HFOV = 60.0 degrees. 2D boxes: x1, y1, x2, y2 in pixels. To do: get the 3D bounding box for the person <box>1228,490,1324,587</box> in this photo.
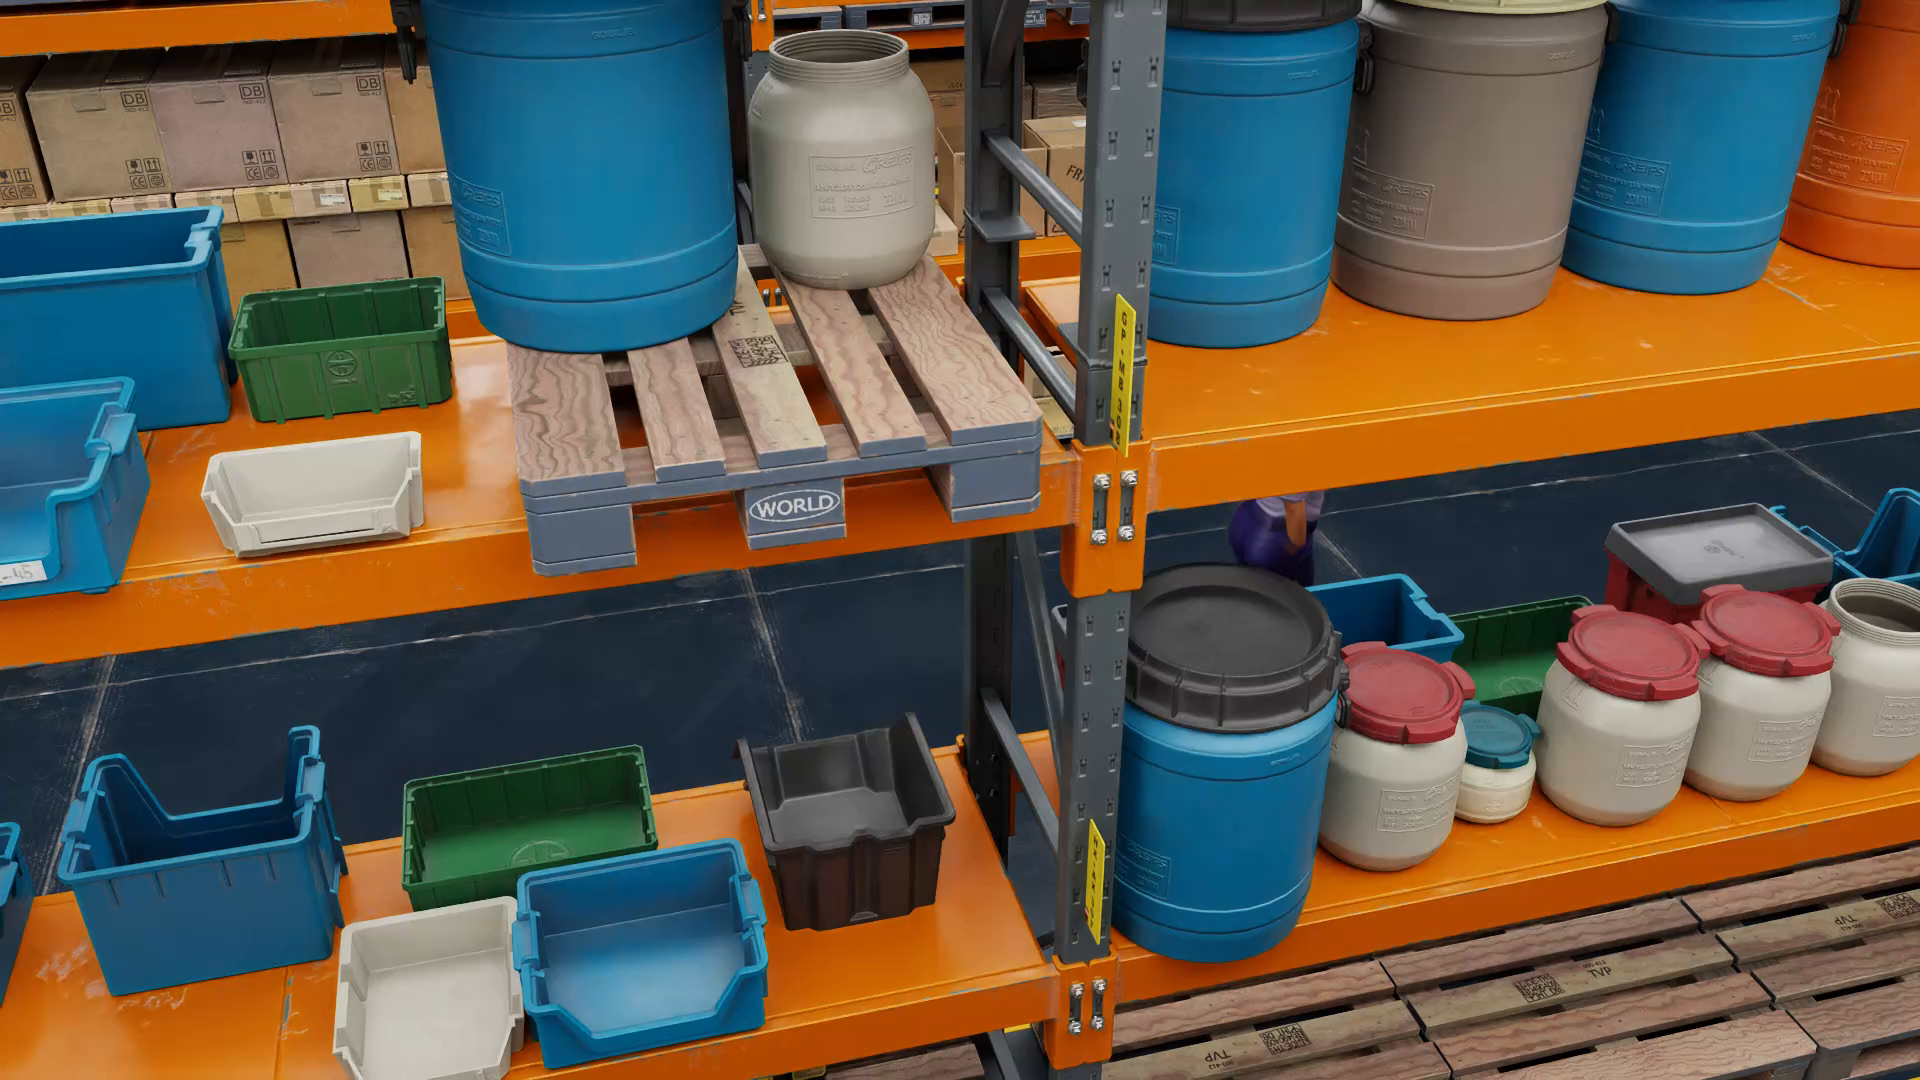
[{"bbox_3d":[1.344,0.001,7.164,0.337,1.637,0.478,-7,31,-12],"label":"person"}]
